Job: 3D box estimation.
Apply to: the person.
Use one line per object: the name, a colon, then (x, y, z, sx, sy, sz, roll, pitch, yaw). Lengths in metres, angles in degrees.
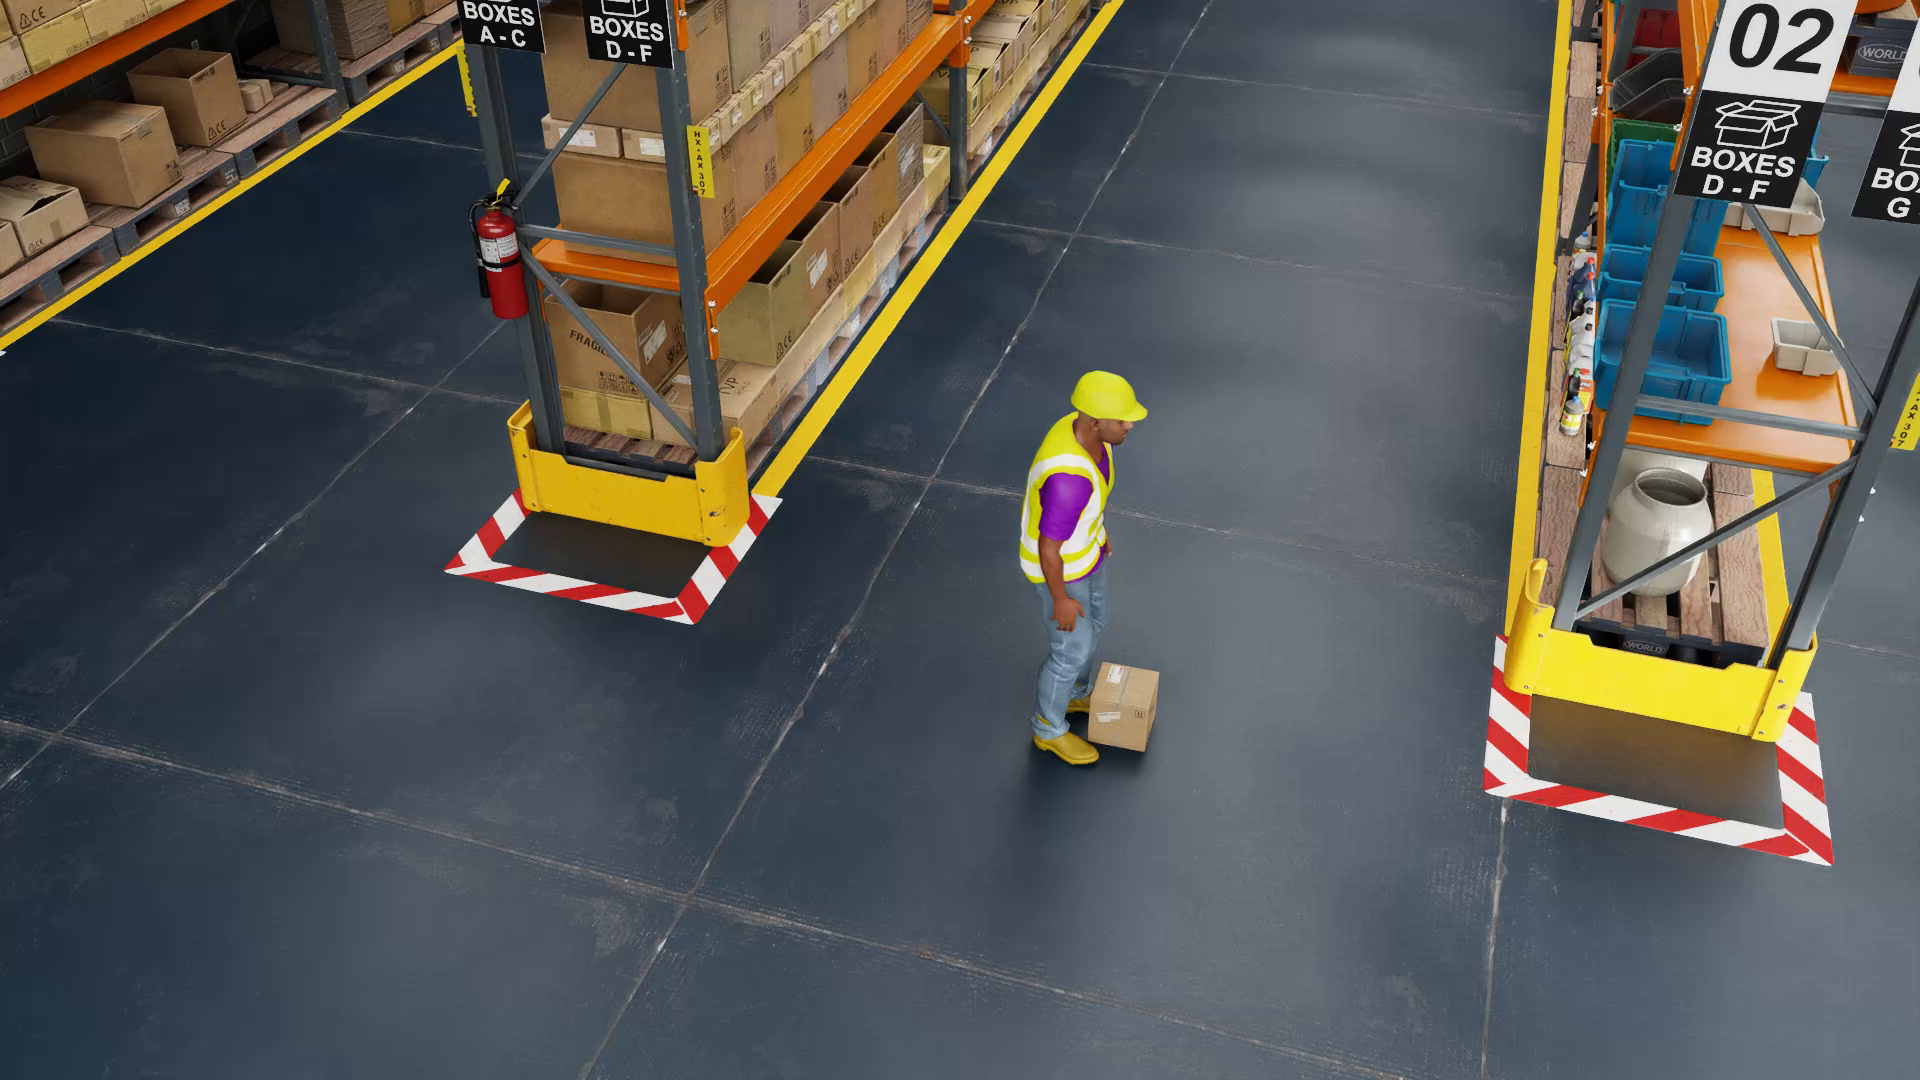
person: (0.480, 0.084, 6.764, 0.458, 1.761, 0.628, 11, 38, 14)
